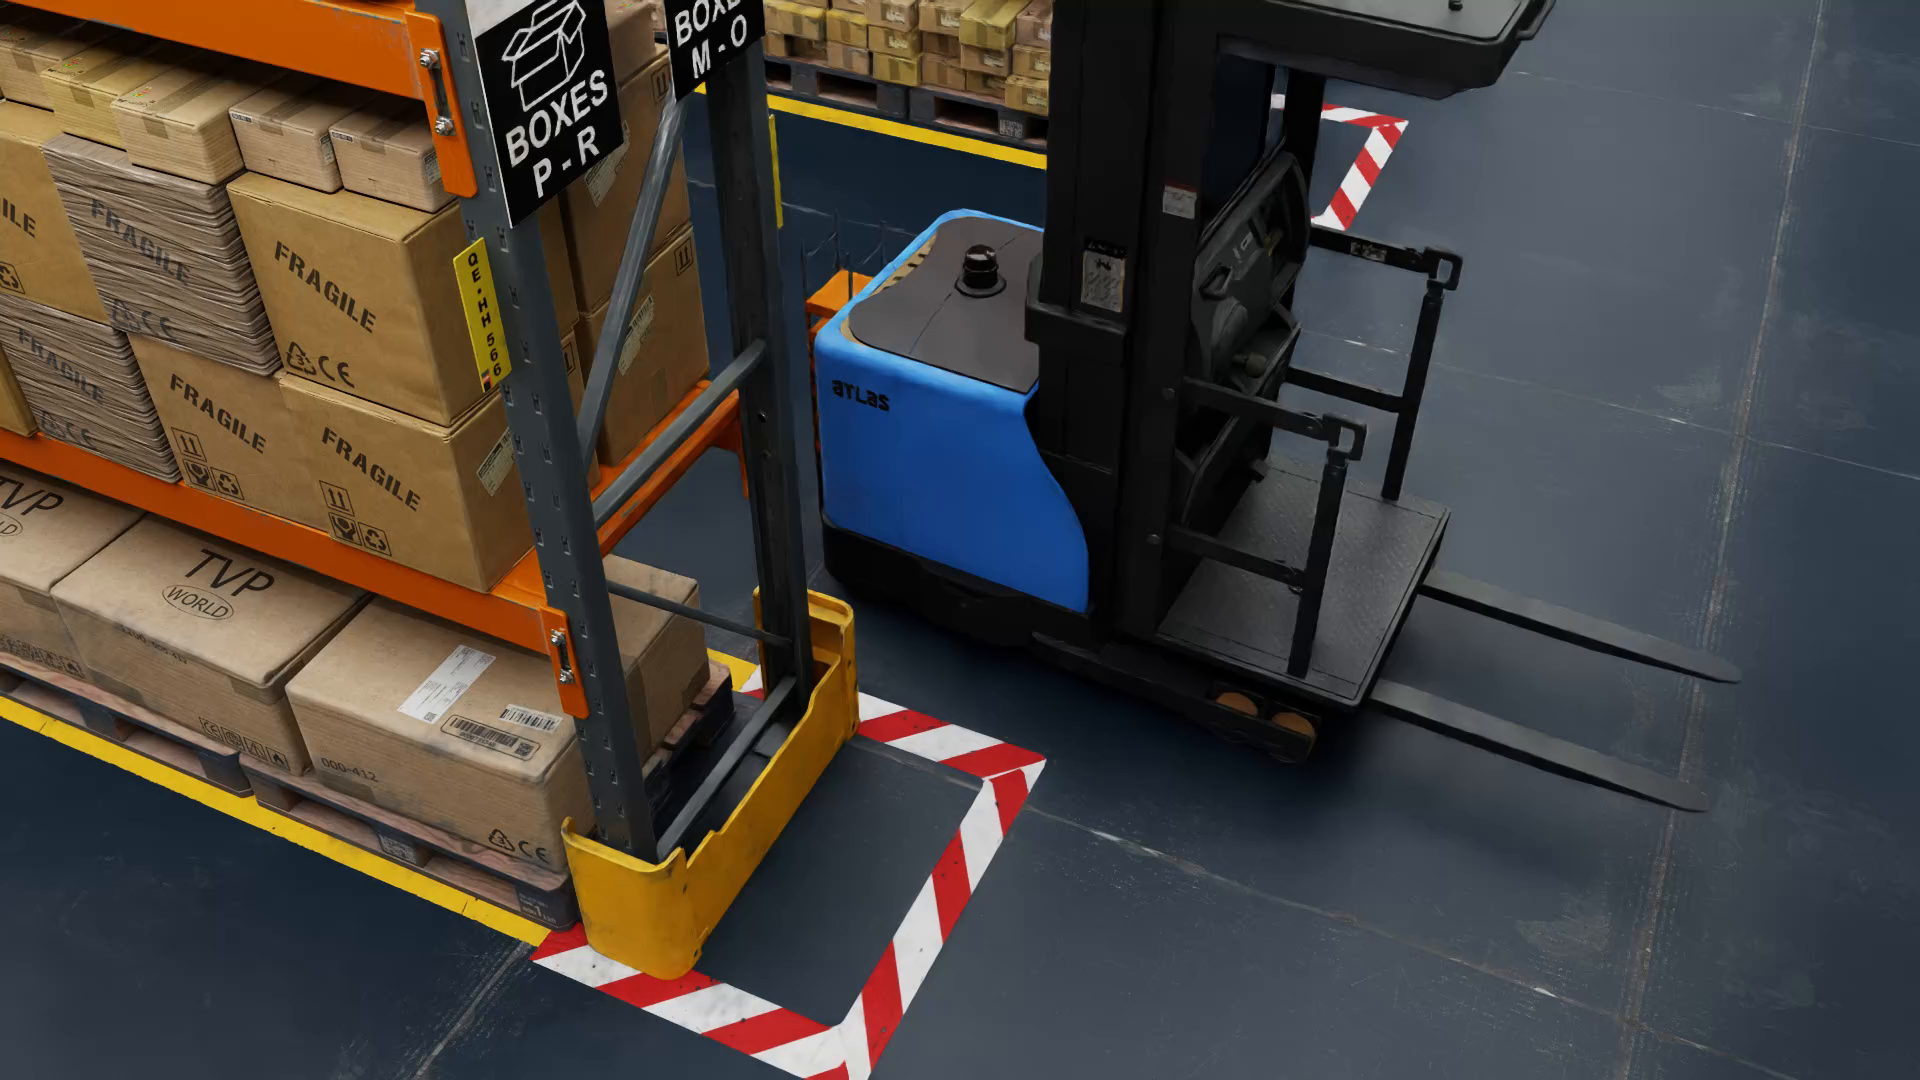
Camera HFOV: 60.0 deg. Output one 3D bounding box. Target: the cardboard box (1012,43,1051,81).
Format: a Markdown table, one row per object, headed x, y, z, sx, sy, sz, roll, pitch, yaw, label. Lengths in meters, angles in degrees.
| x | y | z | sx | sy | sz | roll | pitch | yaw | label |
| --- | --- | --- | --- | --- | --- | --- | --- | --- | --- |
| 0.451 | -2.493 | 8.465 | 0.250 | 0.149 | 0.380 | 16 | 43 | 18 | cardboard box |

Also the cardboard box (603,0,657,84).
| x | y | z | sx | sy | sz | roll | pitch | yaw | label |
| --- | --- | --- | --- | --- | --- | --- | --- | --- | --- |
| -0.942 | -1.175 | 3.981 | 0.250 | 0.149 | 0.380 | 18 | 44 | 20 | cardboard box |

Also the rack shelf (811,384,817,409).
| x | y | z | sx | sy | sz | roll | pitch | yaw | label |
| --- | --- | --- | --- | --- | --- | --- | --- | --- | --- |
| -0.398 | -0.560 | 6.048 | 0.180 | 0.103 | 0.258 | 19 | 44 | 21 | rack shelf |

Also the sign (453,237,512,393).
| x | y | z | sx | sy | sz | roll | pitch | yaw | label |
| --- | --- | --- | --- | --- | --- | --- | --- | --- | --- |
| -0.980 | -0.461 | 3.427 | 0.005 | 0.325 | 0.100 | 17 | 44 | 19 | sign |

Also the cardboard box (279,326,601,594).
| x | y | z | sx | sy | sz | roll | pitch | yaw | label |
| --- | --- | --- | --- | --- | --- | --- | --- | --- | --- |
| -1.287 | -0.266 | 4.191 | 0.500 | 0.500 | 0.500 | 17 | 44 | 19 | cardboard box |

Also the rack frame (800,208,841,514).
| x | y | z | sx | sy | sz | roll | pitch | yaw | label |
| --- | --- | --- | --- | --- | --- | --- | --- | --- | --- |
| -0.478 | -0.621 | 6.051 | 0.006 | 1.200 | 0.240 | 19 | 44 | 21 | rack frame |

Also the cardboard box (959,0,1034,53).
| x | y | z | sx | sy | sz | roll | pitch | yaw | label |
| --- | --- | --- | --- | --- | --- | --- | --- | --- | --- |
| 0.185 | -2.621 | 8.385 | 0.250 | 0.149 | 0.380 | 16 | 43 | 18 | cardboard box |

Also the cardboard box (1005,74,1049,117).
| x | y | z | sx | sy | sz | roll | pitch | yaw | label |
| --- | --- | --- | --- | --- | --- | --- | --- | --- | --- |
| 0.423 | -2.333 | 8.507 | 0.250 | 0.149 | 0.380 | 18 | 44 | 20 | cardboard box |

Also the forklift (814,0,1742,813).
| x | y | z | sx | sy | sz | roll | pitch | yaw | label |
| --- | --- | --- | --- | --- | --- | --- | --- | --- | --- |
| 1.054 | -0.783 | 4.915 | 3.031 | 2.935 | 1.130 | 19 | 44 | 21 | forklift |

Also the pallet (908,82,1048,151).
| x | y | z | sx | sy | sz | roll | pitch | yaw | label |
| --- | --- | --- | --- | --- | --- | --- | --- | --- | --- |
| 0.474 | -2.432 | 8.894 | 1.213 | 0.211 | 1.003 | 17 | 44 | 19 | pallet |

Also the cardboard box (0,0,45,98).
| x | y | z | sx | sy | sz | roll | pitch | yaw | label |
| --- | --- | --- | --- | --- | --- | --- | --- | --- | --- |
| -2.327 | -1.214 | 4.026 | 0.250 | 0.149 | 0.380 | 18 | 44 | 20 | cardboard box |

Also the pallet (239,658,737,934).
| x | y | z | sx | sy | sz | roll | pitch | yaw | label |
| --- | --- | --- | --- | --- | --- | --- | --- | --- | --- |
| -1.495 | 0.627 | 5.366 | 1.213 | 0.211 | 1.003 | 17 | 44 | 19 | pallet |

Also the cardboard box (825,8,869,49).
| x | y | z | sx | sy | sz | roll | pitch | yaw | label |
| --- | --- | --- | --- | --- | --- | --- | --- | --- | --- |
| -0.506 | -2.749 | 8.761 | 0.250 | 0.149 | 0.380 | 19 | 44 | 21 | cardboard box |

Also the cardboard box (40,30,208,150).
| x | y | z | sx | sy | sz | roll | pitch | yaw | label |
| --- | --- | --- | --- | --- | --- | --- | --- | --- | --- |
| -1.868 | -1.065 | 3.854 | 0.250 | 0.149 | 0.380 | 18 | 44 | 20 | cardboard box |

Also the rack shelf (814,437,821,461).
| x | y | z | sx | sy | sz | roll | pitch | yaw | label |
| --- | --- | --- | --- | --- | --- | --- | --- | --- | --- |
| -0.398 | -0.378 | 6.205 | 0.180 | 0.103 | 0.258 | 19 | 44 | 21 | rack shelf |

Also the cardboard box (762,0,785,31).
| x | y | z | sx | sy | sz | roll | pitch | yaw | label |
| --- | --- | --- | --- | --- | --- | --- | --- | --- | --- |
| -0.980 | -2.892 | 8.926 | 0.250 | 0.149 | 0.380 | 17 | 44 | 18 | cardboard box |

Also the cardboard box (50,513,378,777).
| x | y | z | sx | sy | sz | roll | pitch | yaw | label |
| --- | --- | --- | --- | --- | --- | --- | --- | --- | --- |
| -2.211 | 0.185 | 5.381 | 0.875 | 0.438 | 0.875 | 18 | 44 | 20 | cardboard box |

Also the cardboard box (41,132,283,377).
| x | y | z | sx | sy | sz | roll | pitch | yaw | label |
| --- | --- | --- | --- | --- | --- | --- | --- | --- | --- |
| -1.761 | -0.787 | 4.028 | 0.500 | 0.500 | 0.500 | 17 | 44 | 19 | cardboard box |

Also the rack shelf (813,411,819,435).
| x | y | z | sx | sy | sz | roll | pitch | yaw | label |
| --- | --- | --- | --- | --- | --- | --- | --- | --- | --- |
| -0.398 | -0.469 | 6.126 | 0.180 | 0.103 | 0.258 | 19 | 44 | 21 | rack shelf |

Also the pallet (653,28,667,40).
| x | y | z | sx | sy | sz | roll | pitch | yaw | label |
| --- | --- | --- | --- | --- | --- | --- | --- | --- | --- |
| -1.738 | -3.107 | 9.674 | 1.213 | 0.211 | 1.003 | 17 | 44 | 19 | pallet |

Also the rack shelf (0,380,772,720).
| x | y | z | sx | sy | sz | roll | pitch | yaw | label |
| --- | --- | --- | --- | --- | --- | --- | --- | --- | --- |
| -2.550 | -0.534 | 5.125 | 4.000 | 0.370 | 1.077 | 17 | 44 | 19 | rack shelf |

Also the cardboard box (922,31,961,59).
| x | y | z | sx | sy | sz | roll | pitch | yaw | label |
| --- | --- | --- | --- | --- | --- | --- | --- | --- | --- |
| -0.007 | -2.667 | 8.666 | 0.250 | 0.149 | 0.380 | 16 | 44 | 18 | cardboard box |

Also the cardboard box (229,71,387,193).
| x | y | z | sx | sy | sz | roll | pitch | yaw | label |
| --- | --- | --- | --- | --- | --- | --- | --- | --- | --- |
| -1.388 | -0.949 | 3.720 | 0.250 | 0.149 | 0.380 | 18 | 44 | 19 | cardboard box |

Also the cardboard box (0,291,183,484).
| x | y | z | sx | sy | sz | roll | pitch | yaw | label |
| --- | --- | --- | --- | --- | --- | --- | --- | --- | --- |
| -2.205 | -0.551 | 4.519 | 0.500 | 0.500 | 0.500 | 18 | 44 | 20 | cardboard box |

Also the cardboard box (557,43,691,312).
| x | y | z | sx | sy | sz | roll | pitch | yaw | label |
| --- | --- | --- | --- | --- | --- | --- | --- | --- | --- |
| -1.052 | -0.970 | 4.239 | 0.500 | 0.500 | 0.500 | 16 | 43 | 18 | cardboard box |

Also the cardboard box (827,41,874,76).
| x | y | z | sx | sy | sz | roll | pitch | yaw | label |
| --- | --- | --- | --- | --- | --- | --- | --- | --- | --- |
| -0.506 | -2.639 | 8.860 | 0.250 | 0.149 | 0.380 | 18 | 44 | 19 | cardboard box |

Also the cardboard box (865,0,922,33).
| x | y | z | sx | sy | sz | roll | pitch | yaw | label |
| --- | --- | --- | --- | --- | --- | --- | --- | --- | --- |
| -0.290 | -2.771 | 8.559 | 0.250 | 0.149 | 0.380 | 19 | 44 | 20 | cardboard box |

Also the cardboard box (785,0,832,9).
| x | y | z | sx | sy | sz | roll | pitch | yaw | label |
| --- | --- | --- | --- | --- | --- | --- | --- | --- | --- |
| -0.731 | -2.966 | 8.783 | 0.250 | 0.149 | 0.380 | 17 | 44 | 19 | cardboard box |

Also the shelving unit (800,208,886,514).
| x | y | z | sx | sy | sz | roll | pitch | yaw | label |
| --- | --- | --- | --- | --- | --- | --- | --- | --- | --- |
| -0.398 | -0.593 | 6.019 | 0.189 | 1.200 | 0.258 | 19 | 44 | 21 | shelving unit |

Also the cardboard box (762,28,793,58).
| x | y | z | sx | sy | sz | roll | pitch | yaw | label |
| --- | --- | --- | --- | --- | --- | --- | --- | --- | --- |
| -0.974 | -2.781 | 9.024 | 0.250 | 0.149 | 0.380 | 16 | 43 | 17 | cardboard box |

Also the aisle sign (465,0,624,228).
| x | y | z | sx | sy | sz | roll | pitch | yaw | label |
| --- | --- | --- | --- | --- | --- | --- | --- | --- | --- |
| -0.803 | -1.031 | 3.164 | 0.004 | 0.787 | 0.394 | 17 | 44 | 19 | aisle sign |

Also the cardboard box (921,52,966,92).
| x | y | z | sx | sy | sz | roll | pitch | yaw | label |
| --- | --- | --- | --- | --- | --- | --- | --- | --- | --- |
| -0.010 | -2.518 | 8.720 | 0.250 | 0.149 | 0.380 | 17 | 44 | 19 | cardboard box |

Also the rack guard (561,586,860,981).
| x | y | z | sx | sy | sz | roll | pitch | yaw | label |
| --- | --- | --- | --- | --- | --- | --- | --- | --- | --- |
| -0.716 | 0.699 | 5.062 | 0.348 | 0.500 | 1.175 | 17 | 44 | 19 | rack guard |
